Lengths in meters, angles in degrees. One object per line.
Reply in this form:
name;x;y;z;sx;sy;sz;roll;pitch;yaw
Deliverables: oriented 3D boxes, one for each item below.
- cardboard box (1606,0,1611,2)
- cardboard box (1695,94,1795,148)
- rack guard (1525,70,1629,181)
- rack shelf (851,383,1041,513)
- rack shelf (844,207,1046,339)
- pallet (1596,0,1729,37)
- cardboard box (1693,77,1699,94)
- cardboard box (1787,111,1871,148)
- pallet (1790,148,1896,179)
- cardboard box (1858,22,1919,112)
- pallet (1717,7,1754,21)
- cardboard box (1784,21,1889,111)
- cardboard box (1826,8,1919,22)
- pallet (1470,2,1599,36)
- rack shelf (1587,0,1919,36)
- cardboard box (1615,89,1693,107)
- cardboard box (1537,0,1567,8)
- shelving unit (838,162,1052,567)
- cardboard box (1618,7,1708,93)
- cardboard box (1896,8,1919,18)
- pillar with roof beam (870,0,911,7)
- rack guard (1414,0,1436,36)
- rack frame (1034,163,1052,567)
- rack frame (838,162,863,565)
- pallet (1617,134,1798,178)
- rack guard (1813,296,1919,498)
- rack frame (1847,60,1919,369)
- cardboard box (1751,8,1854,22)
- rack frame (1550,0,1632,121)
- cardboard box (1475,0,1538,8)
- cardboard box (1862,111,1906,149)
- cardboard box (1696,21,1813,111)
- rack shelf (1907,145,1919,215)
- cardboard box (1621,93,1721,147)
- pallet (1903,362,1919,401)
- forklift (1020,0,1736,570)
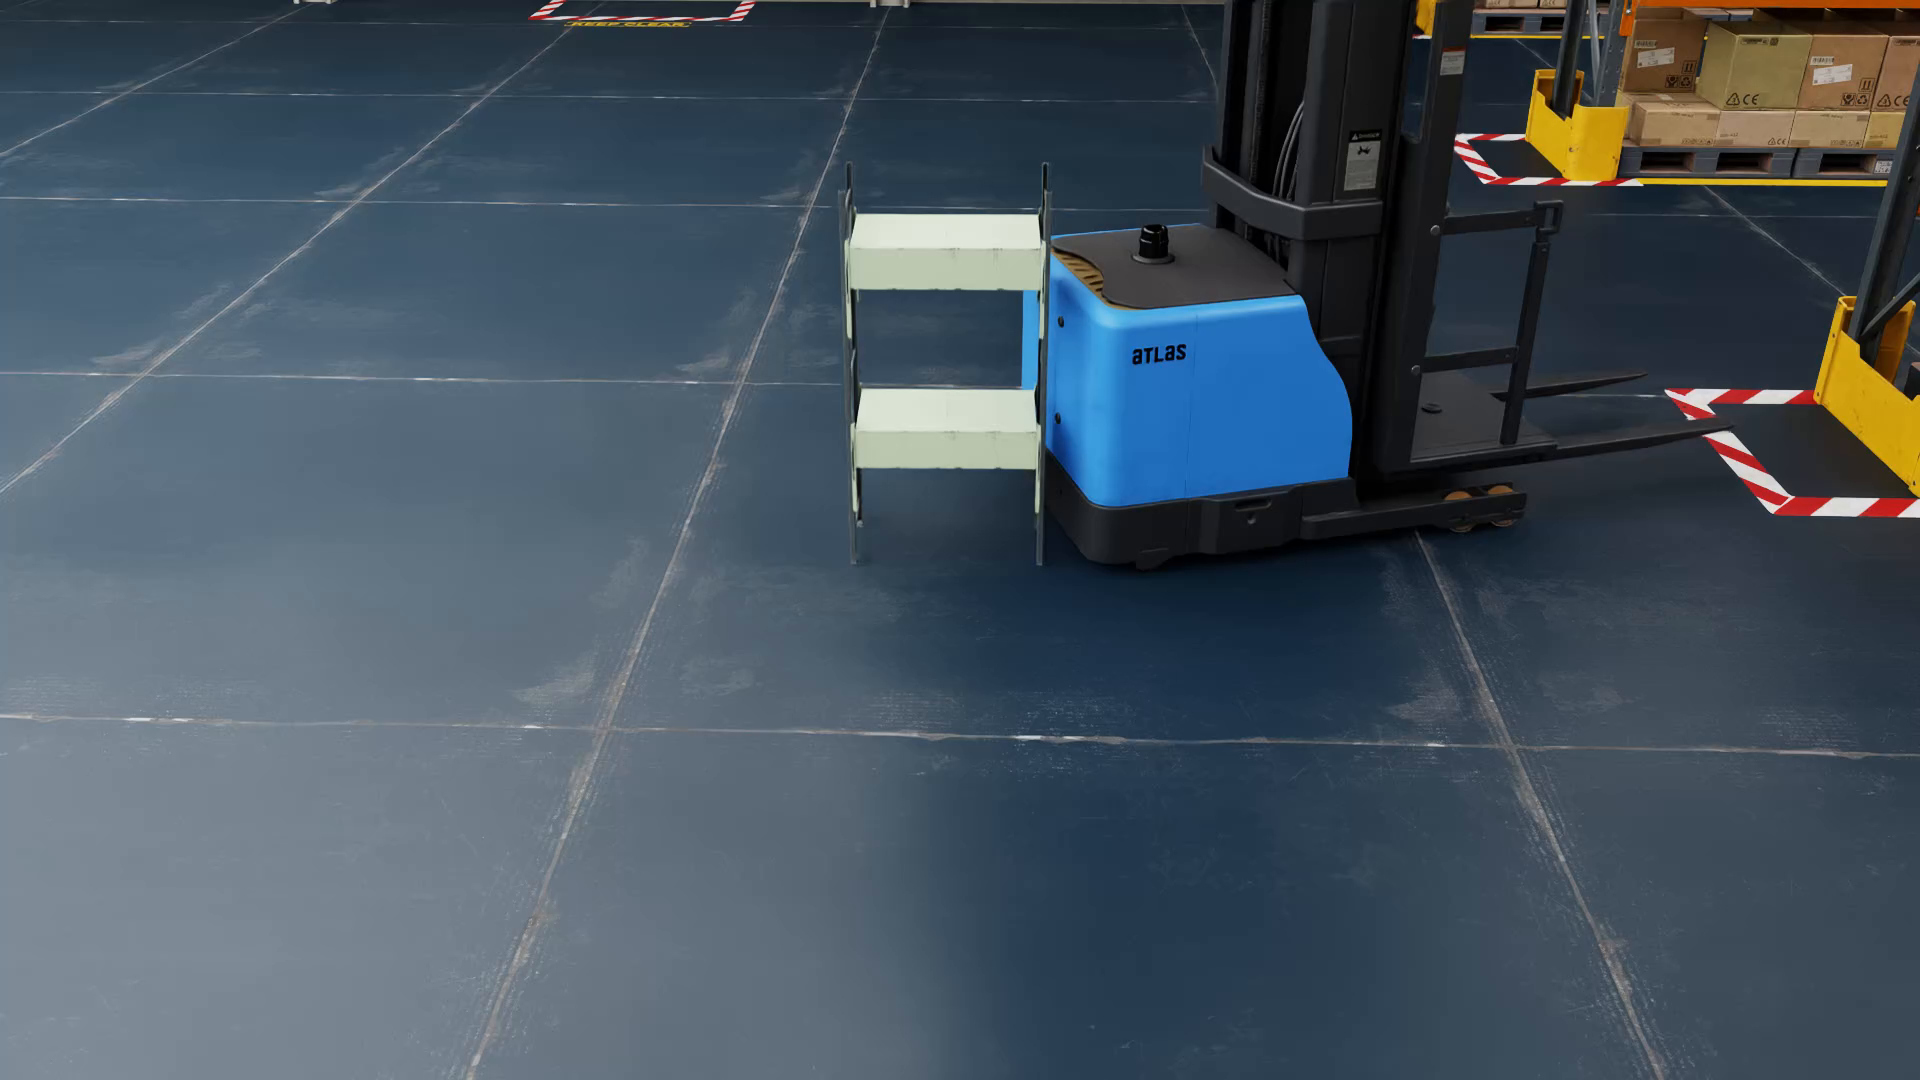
cardboard box;6.539;-5.366;15.868;0.500;0.500;0.700;-1;28;-1
cardboard box;5.406;-2.907;11.518;0.500;0.250;0.500;1;28;2
rack guard;4.354;-2.951;11.784;0.348;0.500;1.175;1;28;2
rack shelf;-0.050;-0.366;6.535;0.720;0.370;0.431;0;28;1
rack shelf;-0.050;-0.999;6.200;0.720;0.370;0.431;0;28;1
pallet;6.652;-5.089;16.125;1.213;0.211;1.003;1;28;2
cardboard box;5.425;-3.153;11.982;0.500;0.250;0.500;1;28;2
cardboard box;5.906;-2.898;11.502;0.500;0.250;0.500;1;28;2
pallet;6.360;-2.809;11.823;1.213;0.211;1.003;1;28;2
cardboard box;6.405;-3.218;11.305;0.500;0.500;0.500;1;28;2
pallet;7.875;-5.071;16.090;1.213;0.211;1.003;1;28;2
cardboard box;5.906;-3.235;11.336;0.500;0.500;0.500;1;28;2
cardboard box;6.424;-3.469;11.779;0.500;0.500;0.500;1;28;2
pallet;5.436;-5.111;16.166;1.213;0.211;1.003;1;28;2
rack shelf;6.377;-3.705;11.304;4.000;0.370;1.077;1;28;2
cardboard box;4.925;-3.156;11.987;0.500;0.250;0.500;1;28;2
cardboard box;5.808;-5.318;15.980;0.500;0.311;0.500;3;28;6
shelving unit;-0.050;-0.654;6.382;0.755;1.500;0.431;0;28;1
cardboard box;4.925;-3.488;11.814;0.500;0.500;0.500;1;28;2
cardboard box;6.924;-3.462;11.765;0.500;0.500;0.500;1;28;2
pillar with roof beam;-0.869;-7.502;11.294;0.400;9.000;9.100;1;28;2
rack guard;4.625;-5.269;16.155;0.348;0.500;1.175;1;28;2
rack frame;0.316;-0.652;6.378;0.023;1.500;0.400;0;28;1
rack frame;-0.416;-0.656;6.387;0.023;1.500;0.400;0;28;1
pallet;5.144;-2.830;11.864;1.213;0.211;1.003;1;28;2
rack guard;4.277;-0.653;7.449;0.348;0.500;1.175;1;28;2
rack frame;4.200;-1.737;6.824;0.127;3.000;1.000;1;28;2
cardboard box;5.925;-3.478;11.795;0.500;0.500;0.500;1;28;2
rack frame;4.378;-4.055;11.198;0.127;3.000;1.000;1;28;2
cardboard box;5.238;-5.327;15.997;0.500;0.311;0.500;-2;28;-4
cardboard box;6.406;-2.888;11.482;0.500;0.250;0.500;1;28;2
cardboard box;5.406;-3.237;11.341;0.500;0.500;0.500;1;28;2
rack shelf;6.199;-1.386;6.930;4.000;0.370;1.077;1;28;2
cardboard box;4.907;-2.913;11.530;0.500;0.250;0.500;1;28;2
pallet;5.089;-0.510;7.486;1.213;0.211;1.003;1;28;2
forklift;1.823;-1.555;6.554;3.031;2.935;1.130;-8;29;-14
